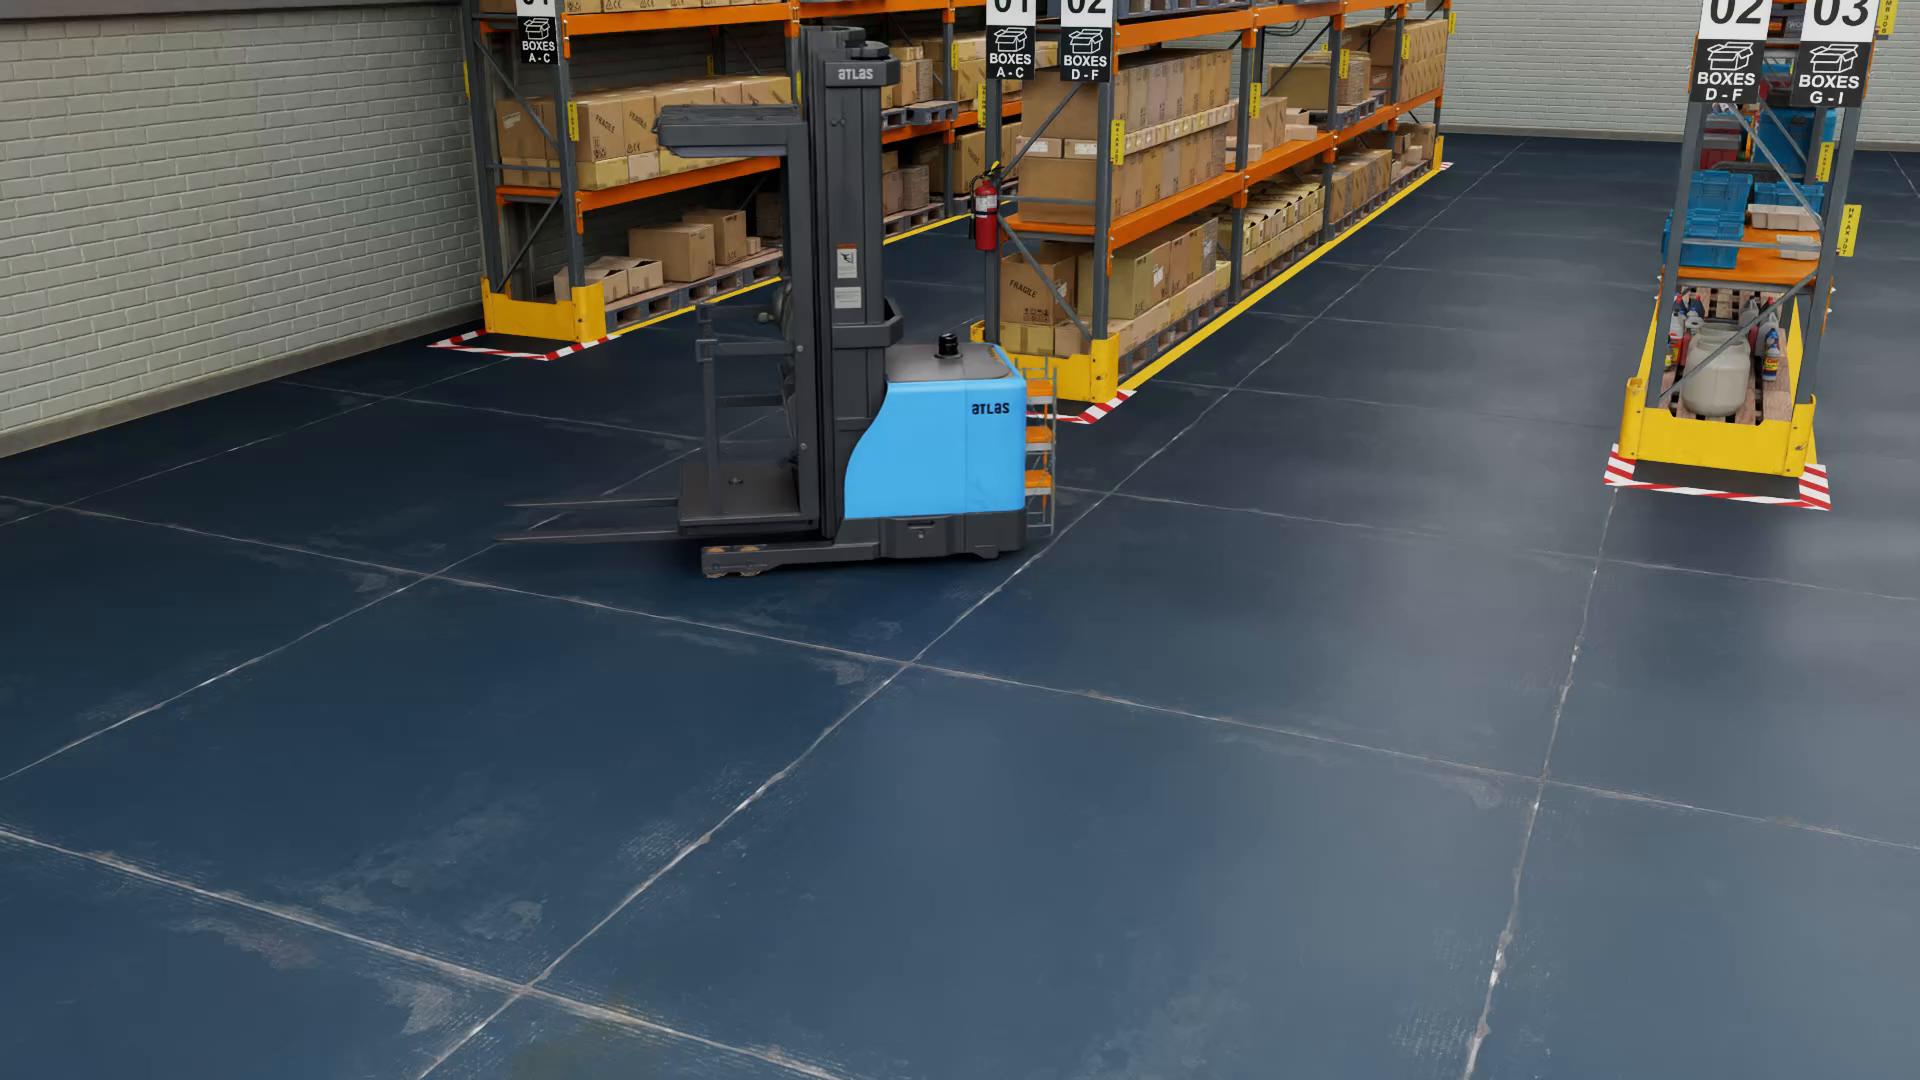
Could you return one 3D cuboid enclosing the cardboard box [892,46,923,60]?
[{"bbox_3d":[-0.683,-6.186,21.112,0.380,0.149,0.250,6,20,16],"label":"cardboard box"}]

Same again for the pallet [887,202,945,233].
[{"bbox_3d":[-0.891,-4.183,21.415,1.003,0.211,1.213,9,21,23],"label":"pallet"}]

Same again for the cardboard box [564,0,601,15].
[{"bbox_3d":[-3.480,-4.828,14.411,0.500,0.500,0.500,9,22,24],"label":"cardboard box"}]

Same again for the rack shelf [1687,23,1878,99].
[{"bbox_3d":[6.012,-3.616,12.257,1.077,0.370,4.000,9,21,23],"label":"rack shelf"}]

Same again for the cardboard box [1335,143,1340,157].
[{"bbox_3d":[4.759,-5.242,22.188,0.500,0.250,0.500,9,21,23],"label":"cardboard box"}]

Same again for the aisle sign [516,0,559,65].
[{"bbox_3d":[-3.601,-4.451,14.129,0.394,0.787,0.004,9,21,23],"label":"aisle sign"}]

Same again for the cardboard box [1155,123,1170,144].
[{"bbox_3d":[1.558,-3.448,14.071,0.380,0.149,0.250,8,21,22],"label":"cardboard box"}]

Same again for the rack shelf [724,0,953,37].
[{"bbox_3d":[-1.389,-6.198,19.518,1.077,0.370,4.000,9,21,23],"label":"rack shelf"}]

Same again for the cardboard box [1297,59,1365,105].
[{"bbox_3d":[4.655,-5.763,20.921,0.700,0.500,0.500,13,23,33],"label":"cardboard box"}]

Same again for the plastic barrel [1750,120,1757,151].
[{"bbox_3d":[8.242,-4.085,16.811,0.421,0.512,0.421,0,20,0],"label":"plastic barrel"}]

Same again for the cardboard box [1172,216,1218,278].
[{"bbox_3d":[2.107,-2.767,15.629,0.500,0.500,0.500,9,21,23],"label":"cardboard box"}]

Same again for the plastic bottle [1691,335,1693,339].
[{"bbox_3d":[5.851,-1.545,13.356,0.097,0.201,0.097,0,20,0],"label":"plastic bottle"}]

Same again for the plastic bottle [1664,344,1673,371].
[{"bbox_3d":[5.545,-1.441,13.063,0.097,0.201,0.097,0,20,0],"label":"plastic bottle"}]

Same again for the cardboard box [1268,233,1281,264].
[{"bbox_3d":[3.125,-3.140,17.800,0.500,0.250,0.500,8,21,21],"label":"cardboard box"}]

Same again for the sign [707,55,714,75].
[{"bbox_3d":[-2.715,-5.133,18.198,0.100,0.325,0.005,9,21,23],"label":"sign"}]

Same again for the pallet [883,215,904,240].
[{"bbox_3d":[-1.392,-3.811,20.370,1.003,0.211,1.213,9,21,23],"label":"pallet"}]

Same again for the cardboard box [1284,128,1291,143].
[{"bbox_3d":[3.480,-4.541,18.635,0.380,0.149,0.250,10,22,27],"label":"cardboard box"}]

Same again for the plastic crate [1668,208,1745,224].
[{"bbox_3d":[5.396,-2.252,12.047,0.499,0.251,0.408,9,21,23],"label":"plastic crate"}]

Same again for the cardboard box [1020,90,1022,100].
[{"bbox_3d":[0.744,-6.399,23.831,0.380,0.149,0.250,9,21,23],"label":"cardboard box"}]

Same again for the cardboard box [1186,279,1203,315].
[{"bbox_3d":[1.918,-2.258,15.319,0.500,0.250,0.500,9,21,23],"label":"cardboard box"}]

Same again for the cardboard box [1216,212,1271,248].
[{"bbox_3d":[2.920,-3.245,17.257,0.500,0.311,0.500,8,21,22],"label":"cardboard box"}]

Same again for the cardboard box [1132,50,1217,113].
[{"bbox_3d":[1.932,-4.201,15.220,0.700,0.500,0.500,8,21,23],"label":"cardboard box"}]

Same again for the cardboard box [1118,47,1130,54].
[{"bbox_3d":[2.219,-7.941,27.374,0.980,0.700,0.700,8,21,22],"label":"cardboard box"}]

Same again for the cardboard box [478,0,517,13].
[{"bbox_3d":[-3.906,-4.922,14.676,0.500,0.500,0.500,10,22,27],"label":"cardboard box"}]

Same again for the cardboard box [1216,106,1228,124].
[{"bbox_3d":[2.294,-3.999,15.619,0.380,0.149,0.250,8,21,22],"label":"cardboard box"}]

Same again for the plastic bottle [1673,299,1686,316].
[{"bbox_3d":[6.044,-1.865,14.033,0.144,0.351,0.185,8,21,20],"label":"plastic bottle"}]

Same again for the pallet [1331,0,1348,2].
[{"bbox_3d":[3.755,-6.161,18.622,1.213,0.211,1.003,10,22,25],"label":"pallet"}]

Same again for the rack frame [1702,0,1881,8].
[{"bbox_3d":[5.193,-4.757,9.915,1.000,3.000,0.127,9,21,23],"label":"rack frame"}]

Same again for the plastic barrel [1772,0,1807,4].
[{"bbox_3d":[5.276,-3.910,10.742,0.600,0.830,0.708,9,21,23],"label":"plastic barrel"}]

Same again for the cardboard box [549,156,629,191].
[{"bbox_3d":[-3.356,-3.334,15.061,0.500,0.250,0.500,8,21,21],"label":"cardboard box"}]

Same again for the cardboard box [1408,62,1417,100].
[{"bbox_3d":[6.253,-6.602,23.907,0.500,0.500,0.500,9,21,24],"label":"cardboard box"}]

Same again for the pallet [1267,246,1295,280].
[{"bbox_3d":[3.078,-3.125,18.441,1.003,0.211,1.213,9,21,23],"label":"pallet"}]

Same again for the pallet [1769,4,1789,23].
[{"bbox_3d":[6.624,-4.244,13.230,1.213,0.211,1.003,9,21,23],"label":"pallet"}]

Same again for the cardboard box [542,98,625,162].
[{"bbox_3d":[-3.376,-3.687,14.933,0.500,0.500,0.500,9,21,23],"label":"cardboard box"}]

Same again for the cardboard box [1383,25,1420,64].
[{"bbox_3d":[6.250,-7.061,23.705,0.500,0.500,0.500,8,21,21],"label":"cardboard box"}]

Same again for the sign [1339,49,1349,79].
[{"bbox_3d":[4.459,-5.527,19.306,0.100,0.325,0.005,9,21,23],"label":"sign"}]

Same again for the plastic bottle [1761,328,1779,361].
[{"bbox_3d":[6.484,-1.561,13.297,0.097,0.271,0.097,0,20,0],"label":"plastic bottle"}]

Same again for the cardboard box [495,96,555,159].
[{"bbox_3d":[-3.846,-3.755,15.126,0.500,0.500,0.500,8,21,22],"label":"cardboard box"}]

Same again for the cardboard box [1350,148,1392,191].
[{"bbox_3d":[5.649,-5.119,22.960,0.500,0.500,0.500,8,21,22],"label":"cardboard box"}]

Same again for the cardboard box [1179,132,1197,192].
[{"bbox_3d":[1.718,-3.430,14.987,0.700,0.500,0.500,9,21,24],"label":"cardboard box"}]

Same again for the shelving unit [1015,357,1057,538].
[{"bbox_3d":[0.444,-0.552,9.953,0.215,1.050,0.252,-3,20,-9],"label":"shelving unit"}]

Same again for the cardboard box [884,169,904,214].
[{"bbox_3d":[-1.134,-4.396,20.927,0.700,0.500,0.500,9,21,23],"label":"cardboard box"}]

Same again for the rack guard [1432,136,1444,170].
[{"bbox_3d":[7.196,-6.301,26.941,1.175,0.500,0.348,9,21,23],"label":"rack guard"}]

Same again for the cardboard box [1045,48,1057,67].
[{"bbox_3d":[1.109,-6.979,24.494,0.500,0.500,0.500,8,21,22],"label":"cardboard box"}]

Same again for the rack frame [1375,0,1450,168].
[{"bbox_3d":[7.227,-7.502,26.588,1.000,3.000,0.127,9,21,23],"label":"rack frame"}]

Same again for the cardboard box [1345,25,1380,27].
[{"bbox_3d":[5.767,-7.145,23.941,0.500,0.500,0.500,8,21,22],"label":"cardboard box"}]

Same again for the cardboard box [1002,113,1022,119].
[{"bbox_3d":[0.921,-5.927,24.738,0.750,0.750,0.750,9,21,23],"label":"cardboard box"}]

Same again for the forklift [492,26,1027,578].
[{"bbox_3d":[-1.172,-1.357,9.409,3.031,2.935,1.130,-3,20,-8],"label":"forklift"}]

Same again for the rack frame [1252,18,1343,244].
[{"bbox_3d":[3.951,-5.057,19.711,1.000,3.000,0.127,9,21,23],"label":"rack frame"}]

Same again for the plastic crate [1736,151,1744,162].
[{"bbox_3d":[7.286,-3.624,16.000,0.450,0.188,0.662,9,21,23],"label":"plastic crate"}]

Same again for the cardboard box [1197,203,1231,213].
[{"bbox_3d":[2.631,-3.476,17.906,0.500,0.311,0.500,8,21,23],"label":"cardboard box"}]

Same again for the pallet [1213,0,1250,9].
[{"bbox_3d":[1.988,-4.941,15.042,1.003,0.211,1.213,9,21,23],"label":"pallet"}]

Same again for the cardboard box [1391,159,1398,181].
[{"bbox_3d":[5.958,-5.319,23.804,0.500,0.311,0.500,9,21,23],"label":"cardboard box"}]

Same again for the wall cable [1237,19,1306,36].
[{"bbox_3d":[5.349,-11.224,32.735,3.097,2.526,0.112,9,21,23],"label":"wall cable"}]
